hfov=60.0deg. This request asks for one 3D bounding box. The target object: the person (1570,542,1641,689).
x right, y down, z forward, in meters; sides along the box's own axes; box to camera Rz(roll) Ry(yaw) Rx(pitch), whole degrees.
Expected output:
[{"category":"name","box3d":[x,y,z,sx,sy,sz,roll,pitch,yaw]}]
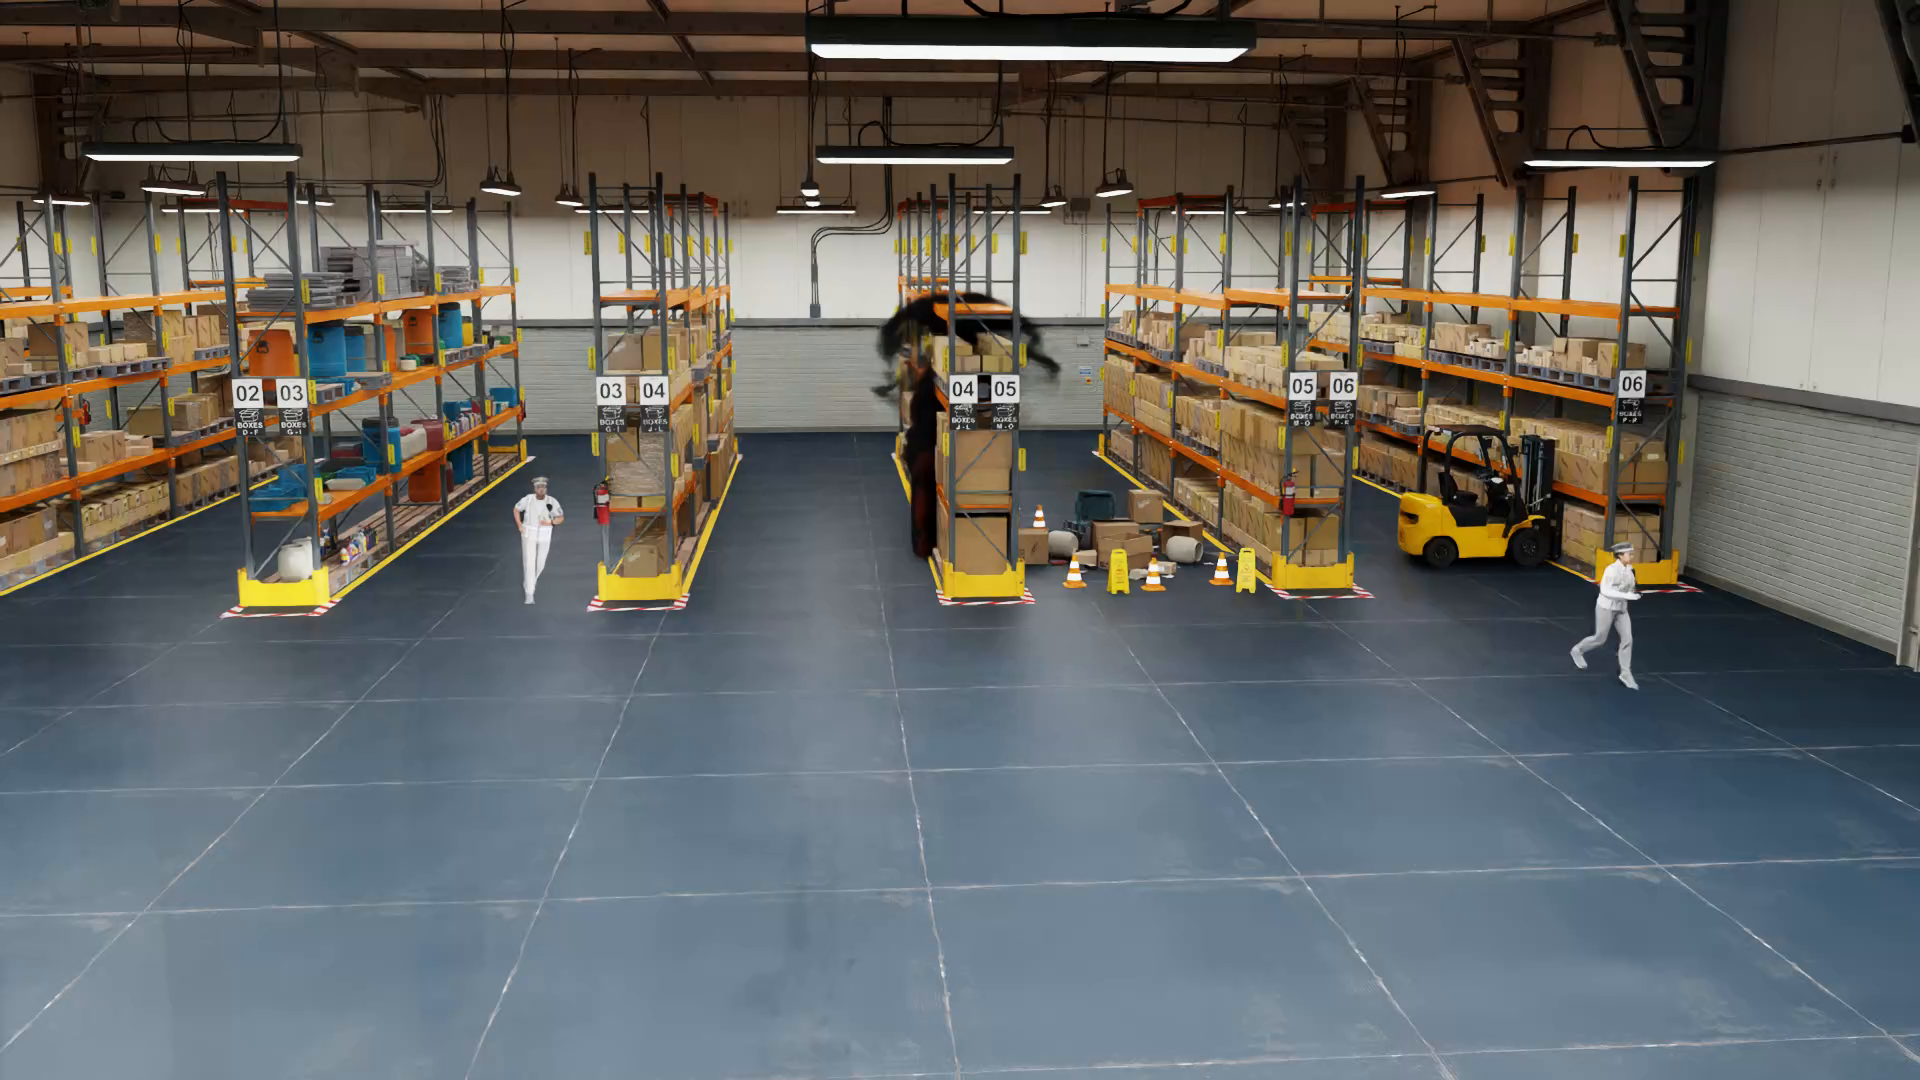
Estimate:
[{"category":"person","box3d":[7.537,0.826,19.317,0.644,1.715,0.929,-7,12,-33]}]

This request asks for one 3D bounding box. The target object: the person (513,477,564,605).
[{"category":"person","box3d":[-6.035,-0.028,23.895,0.690,1.799,0.913,-4,11,-19]}]
